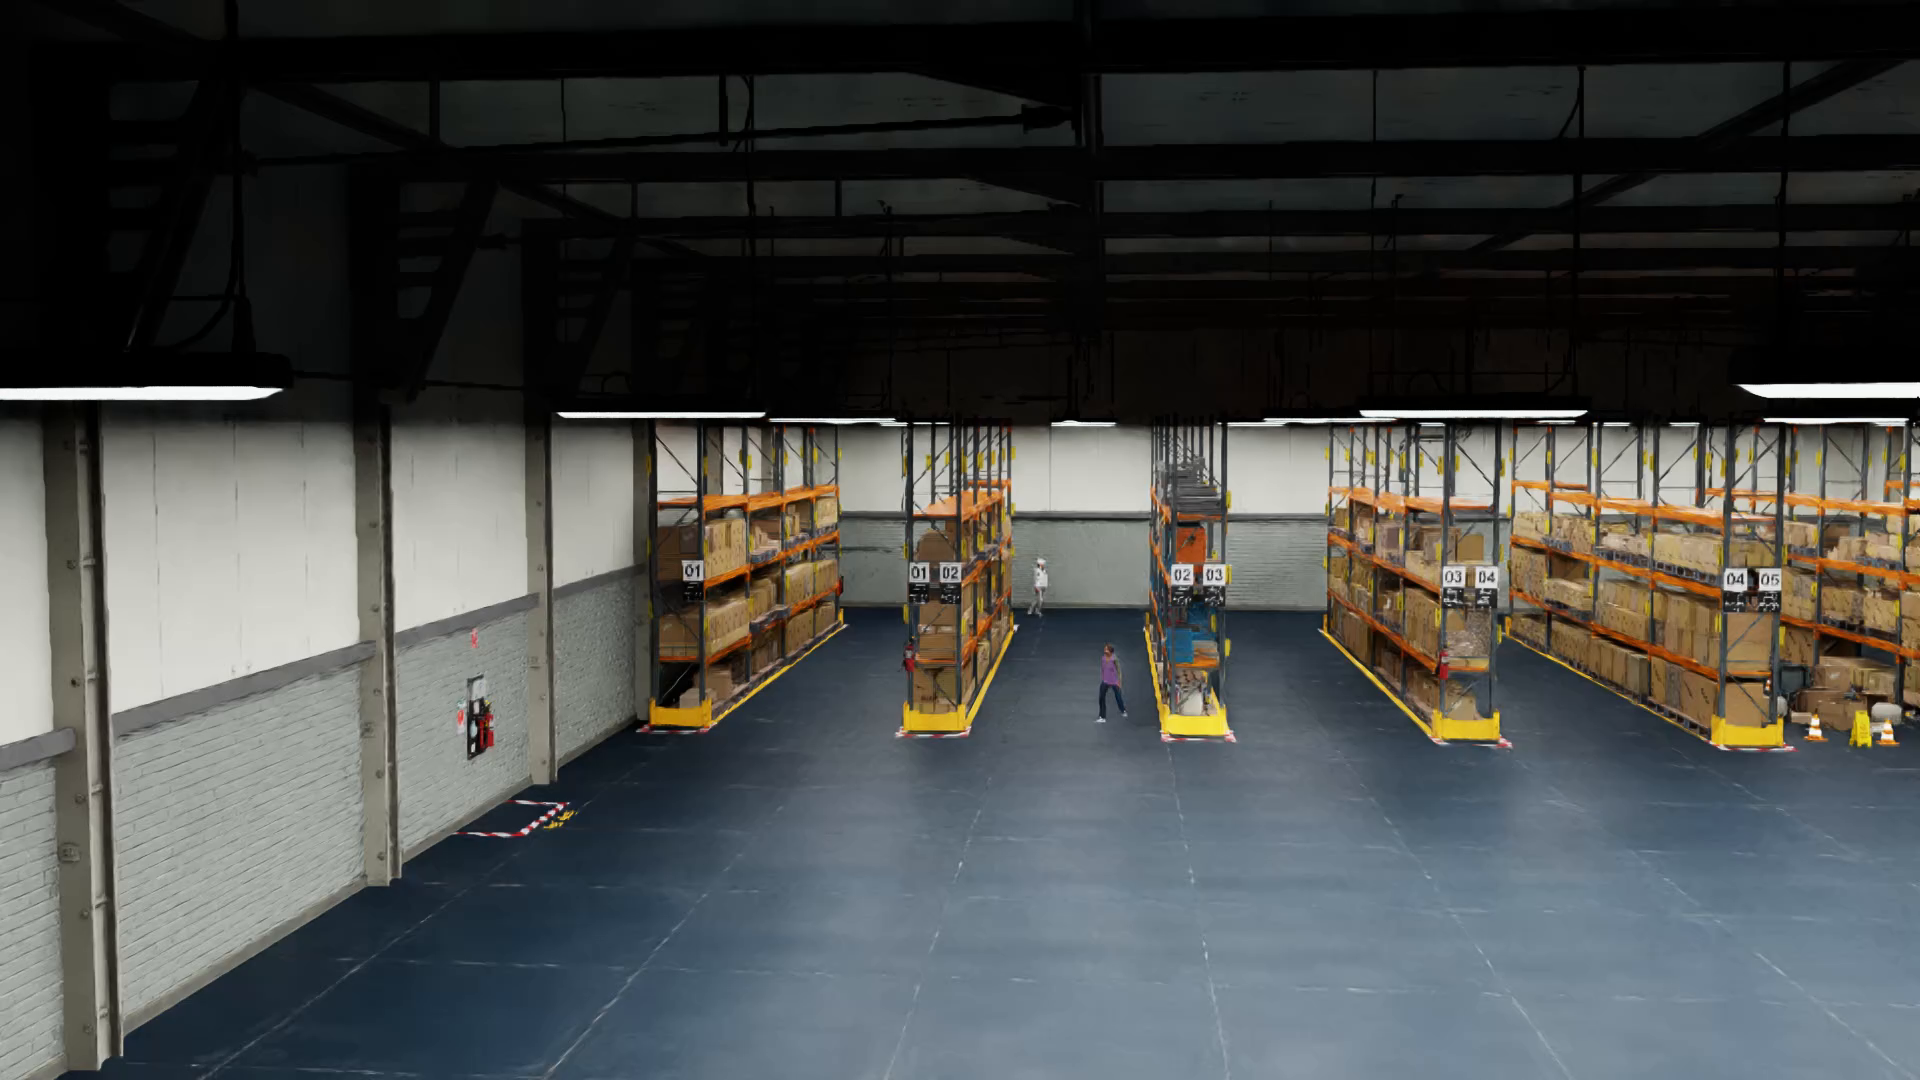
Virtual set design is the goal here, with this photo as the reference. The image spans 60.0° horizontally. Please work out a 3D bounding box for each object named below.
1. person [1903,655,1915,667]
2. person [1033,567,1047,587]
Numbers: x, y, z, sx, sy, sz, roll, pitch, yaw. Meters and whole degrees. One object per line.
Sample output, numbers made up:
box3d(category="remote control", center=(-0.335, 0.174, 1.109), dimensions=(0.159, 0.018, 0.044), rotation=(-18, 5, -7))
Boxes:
box3d(category="person", center=(22.161, 2.285, 38.944), dimensions=(0.414, 1.496, 0.446), rotation=(3, 5, 34))
box3d(category="person", center=(2.444, 1.130, 50.600), dimensions=(0.355, 0.612, 0.446), rotation=(3, 5, 35))
